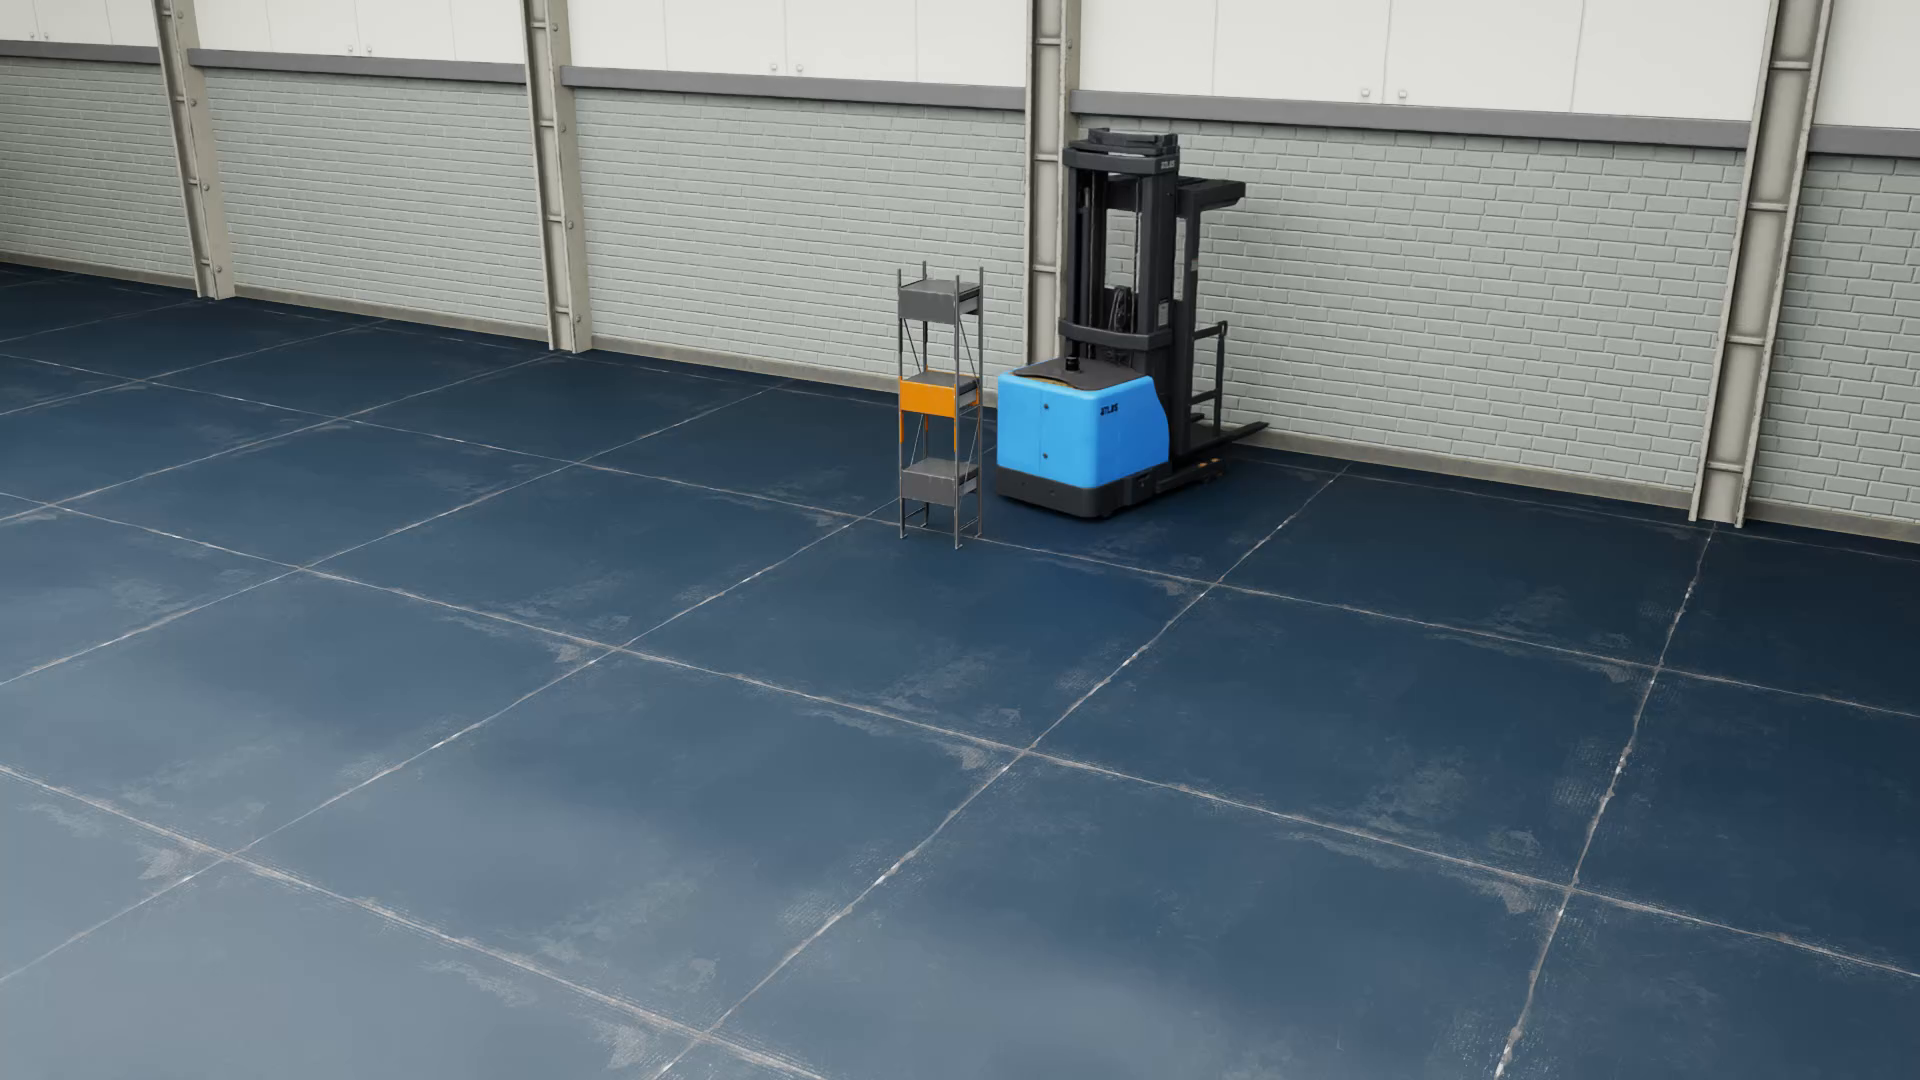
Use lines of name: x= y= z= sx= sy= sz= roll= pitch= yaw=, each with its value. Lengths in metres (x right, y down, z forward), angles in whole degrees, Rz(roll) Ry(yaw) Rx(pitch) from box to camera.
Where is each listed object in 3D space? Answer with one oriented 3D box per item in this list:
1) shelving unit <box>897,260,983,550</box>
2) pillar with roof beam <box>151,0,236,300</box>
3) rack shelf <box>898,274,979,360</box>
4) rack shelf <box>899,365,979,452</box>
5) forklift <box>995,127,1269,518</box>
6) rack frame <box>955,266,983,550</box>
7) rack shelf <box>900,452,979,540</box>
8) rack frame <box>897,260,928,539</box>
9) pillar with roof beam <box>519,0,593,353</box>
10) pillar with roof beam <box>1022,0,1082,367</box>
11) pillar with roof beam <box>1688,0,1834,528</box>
shelving unit: x=-0.144 y=-1.015 z=12.583 sx=0.503 sy=2.100 sz=0.431 roll=11 pitch=23 yaw=27
pillar with roof beam: x=-11.738 y=-6.114 z=16.524 sx=0.400 sy=9.000 sz=9.100 roll=11 pitch=23 yaw=27
rack shelf: x=-0.144 y=-1.660 z=12.349 sx=0.480 sy=0.518 sz=0.431 roll=11 pitch=23 yaw=27
rack shelf: x=-0.144 y=-1.002 z=12.588 sx=0.480 sy=0.518 sz=0.431 roll=11 pitch=23 yaw=27
forklift: x=1.653 y=-1.974 z=14.008 sx=1.130 sy=2.935 sz=3.031 roll=17 pitch=26 yaw=39
rack frame: x=0.069 y=-0.974 z=12.471 sx=0.015 sy=2.100 sz=0.400 roll=11 pitch=23 yaw=27
rack shelf: x=-0.144 y=-0.344 z=12.826 sx=0.480 sy=0.518 sz=0.431 roll=11 pitch=23 yaw=27
rack frame: x=-0.358 y=-1.055 z=12.695 sx=0.015 sy=2.100 sz=0.400 roll=11 pitch=23 yaw=27
pillar with roof beam: x=-6.500 y=-5.116 z=13.774 sx=0.400 sy=9.000 sz=9.100 roll=11 pitch=23 yaw=27
pillar with roof beam: x=-1.262 y=-4.119 z=11.023 sx=0.400 sy=9.000 sz=9.100 roll=11 pitch=23 yaw=27
pillar with roof beam: x=3.976 y=-3.121 z=8.272 sx=0.400 sy=9.000 sz=9.100 roll=11 pitch=23 yaw=27
